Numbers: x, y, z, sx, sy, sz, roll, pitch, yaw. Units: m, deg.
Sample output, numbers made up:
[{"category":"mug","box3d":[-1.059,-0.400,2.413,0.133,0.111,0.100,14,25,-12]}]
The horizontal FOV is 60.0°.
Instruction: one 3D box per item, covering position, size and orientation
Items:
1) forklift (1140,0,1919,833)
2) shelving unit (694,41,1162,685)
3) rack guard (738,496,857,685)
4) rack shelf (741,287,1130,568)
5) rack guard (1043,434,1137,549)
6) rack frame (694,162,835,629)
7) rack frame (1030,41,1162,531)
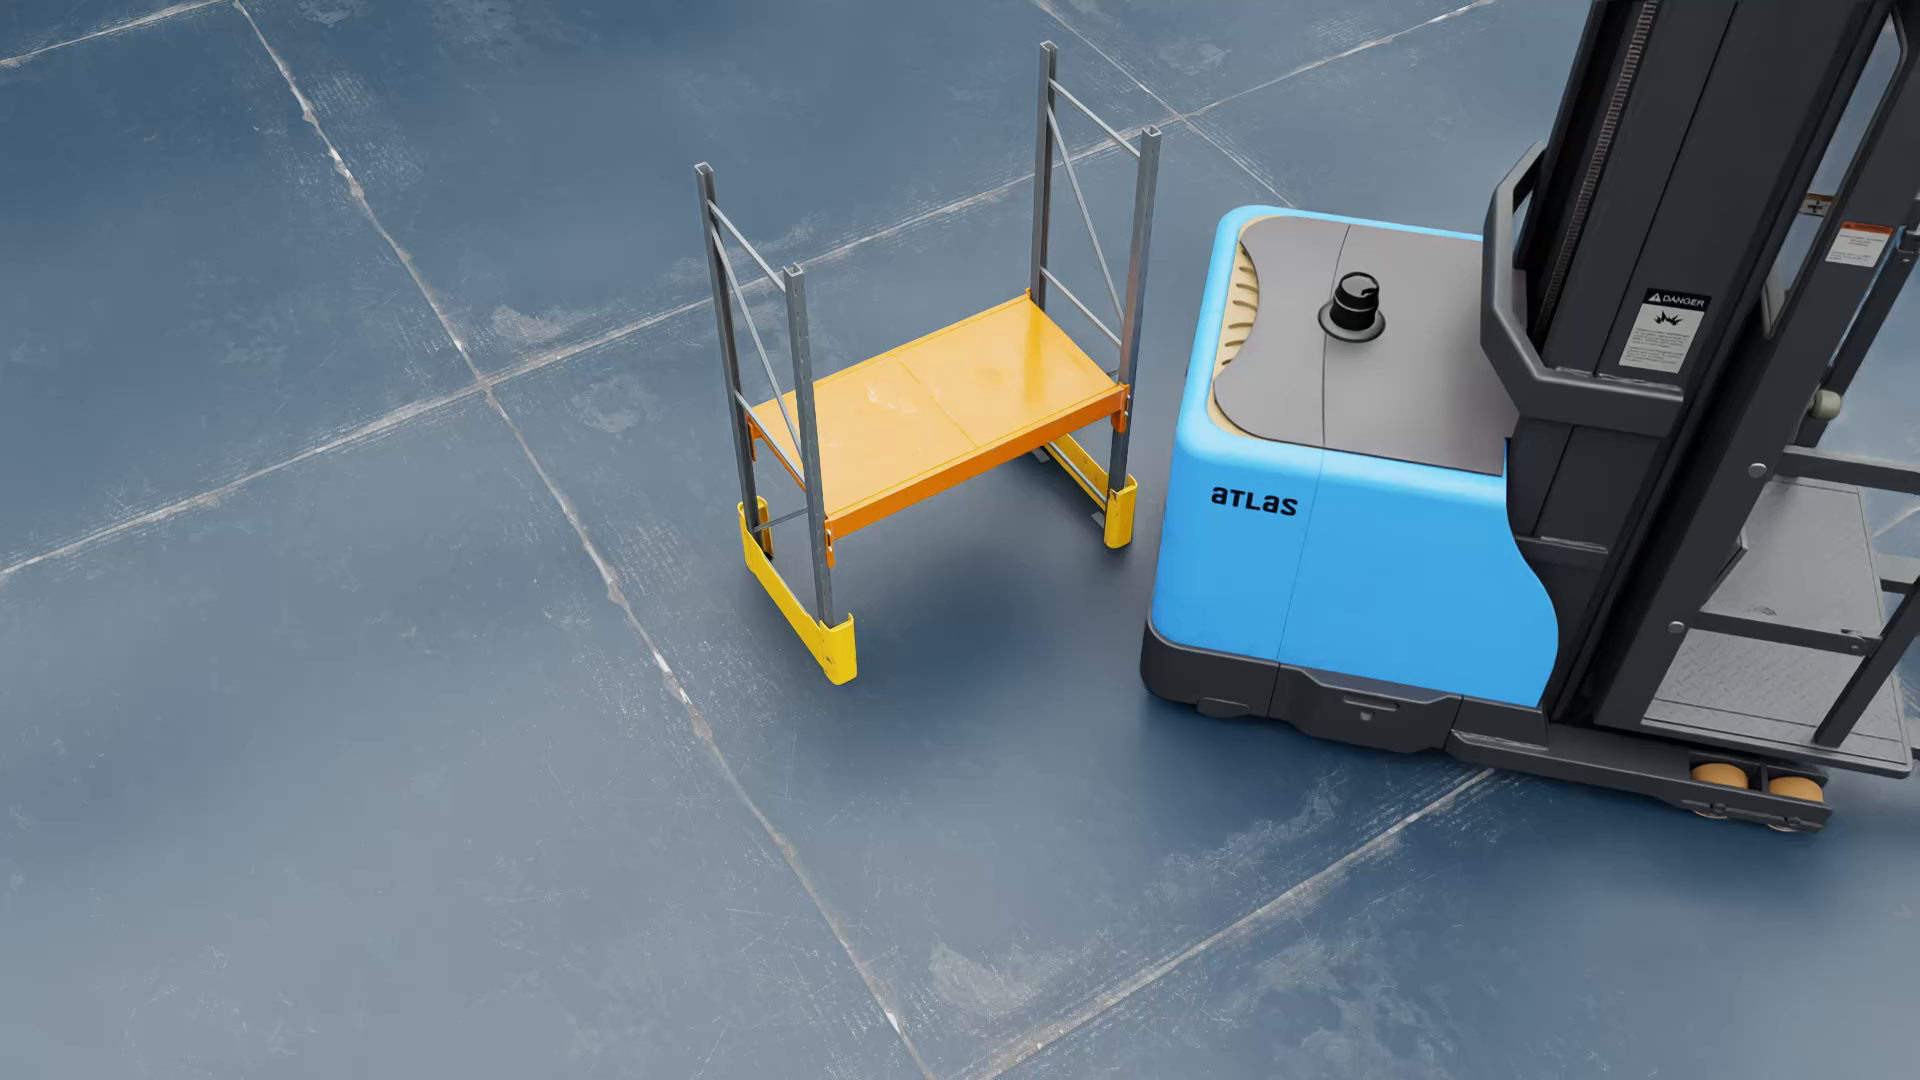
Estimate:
[{"category":"forklift","box3d":[2.093,-0.617,3.837,3.031,2.935,1.130,10,49,9]},{"category":"shelving unit","box3d":[-0.064,-0.468,4.663,1.083,1.500,0.587,-25,53,-21]},{"category":"rack guard","box3d":[-0.486,0.146,4.953,0.087,0.250,0.587,-25,53,-21]},{"category":"rack shelf","box3d":[-0.072,-0.345,4.794,1.000,0.185,0.538,-25,53,-21]},{"category":"rack guard","box3d":[0.357,-0.251,5.306,0.087,0.250,0.587,-25,53,-21]},{"category":"rack frame","box3d":[-0.502,-0.262,4.479,0.032,1.500,0.500,-25,53,-21]},{"category":"rack frame","box3d":[0.358,-0.667,4.840,0.032,1.500,0.500,-25,53,-21]}]
